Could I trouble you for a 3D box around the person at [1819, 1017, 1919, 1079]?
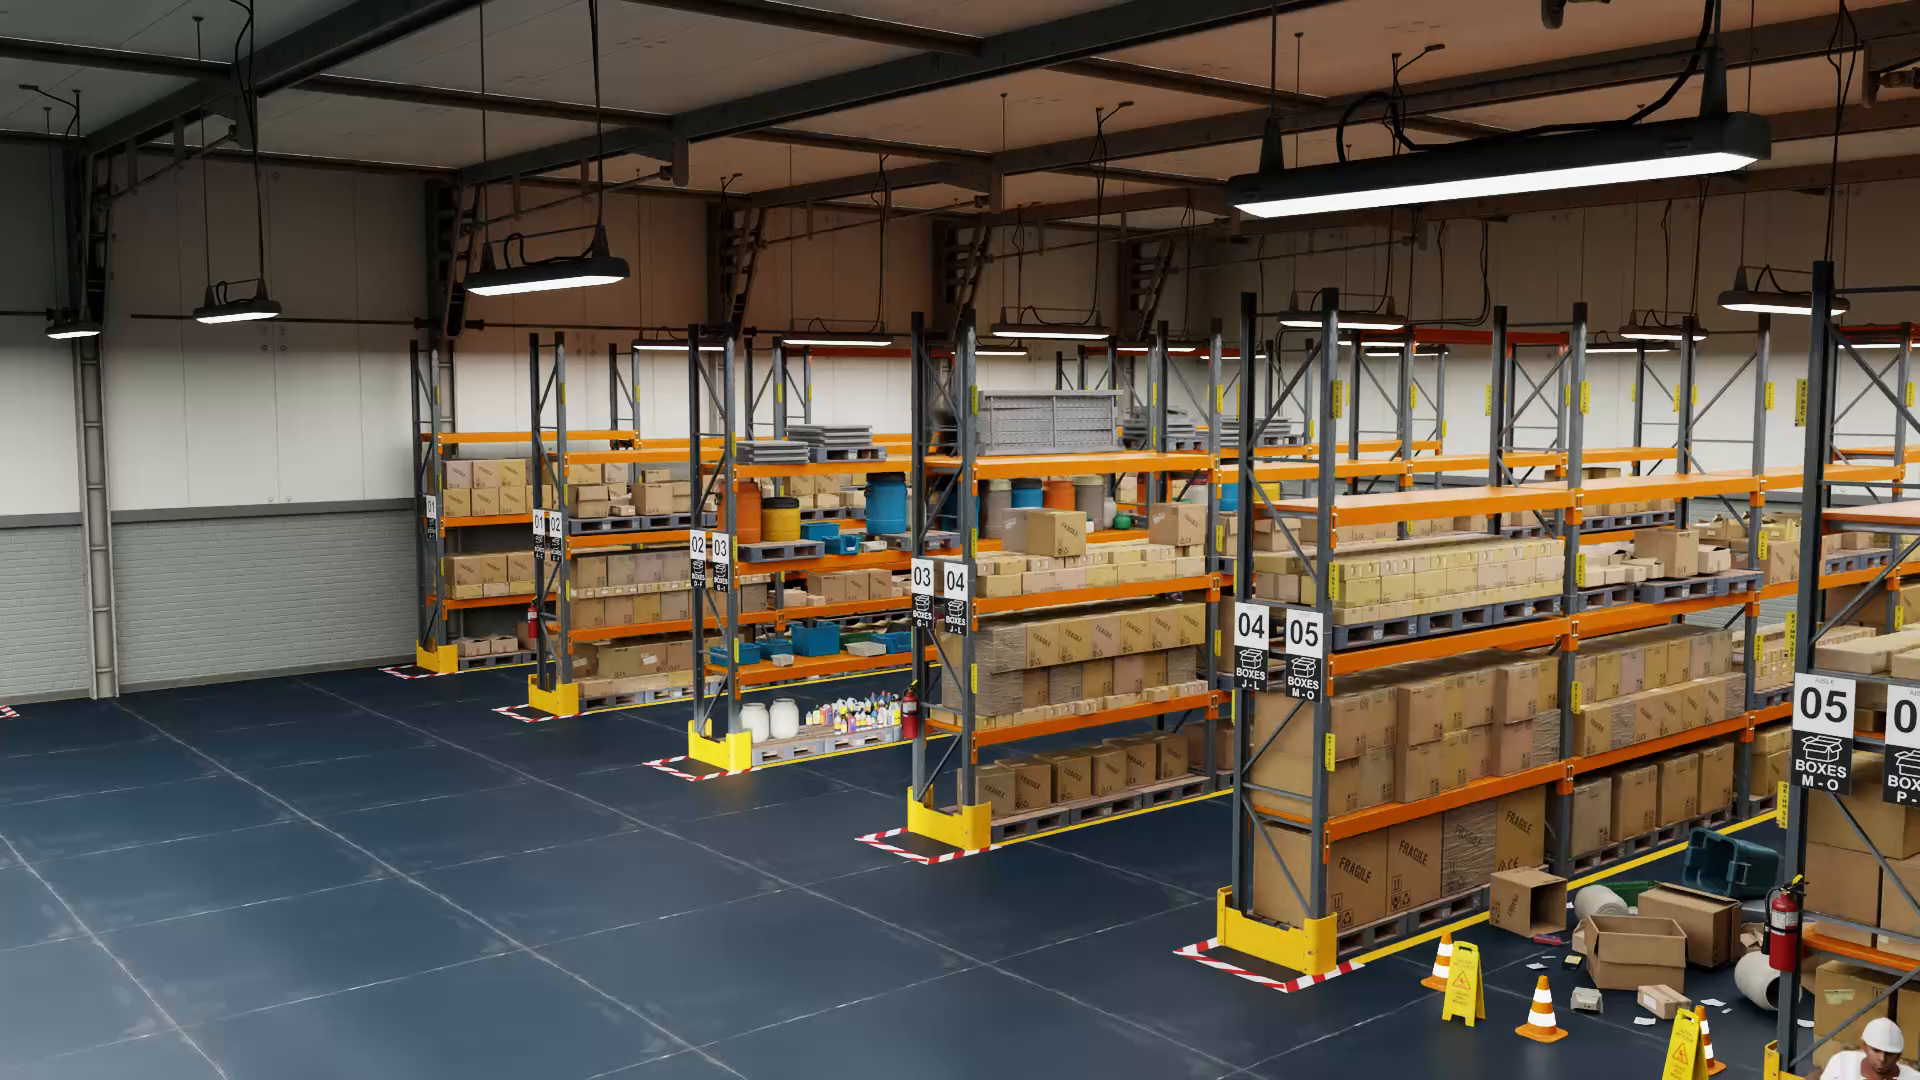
[{"bbox_3d":[5.179,3.457,9.362,0.764,1.700,0.776,4,7,38],"label":"person"}]
